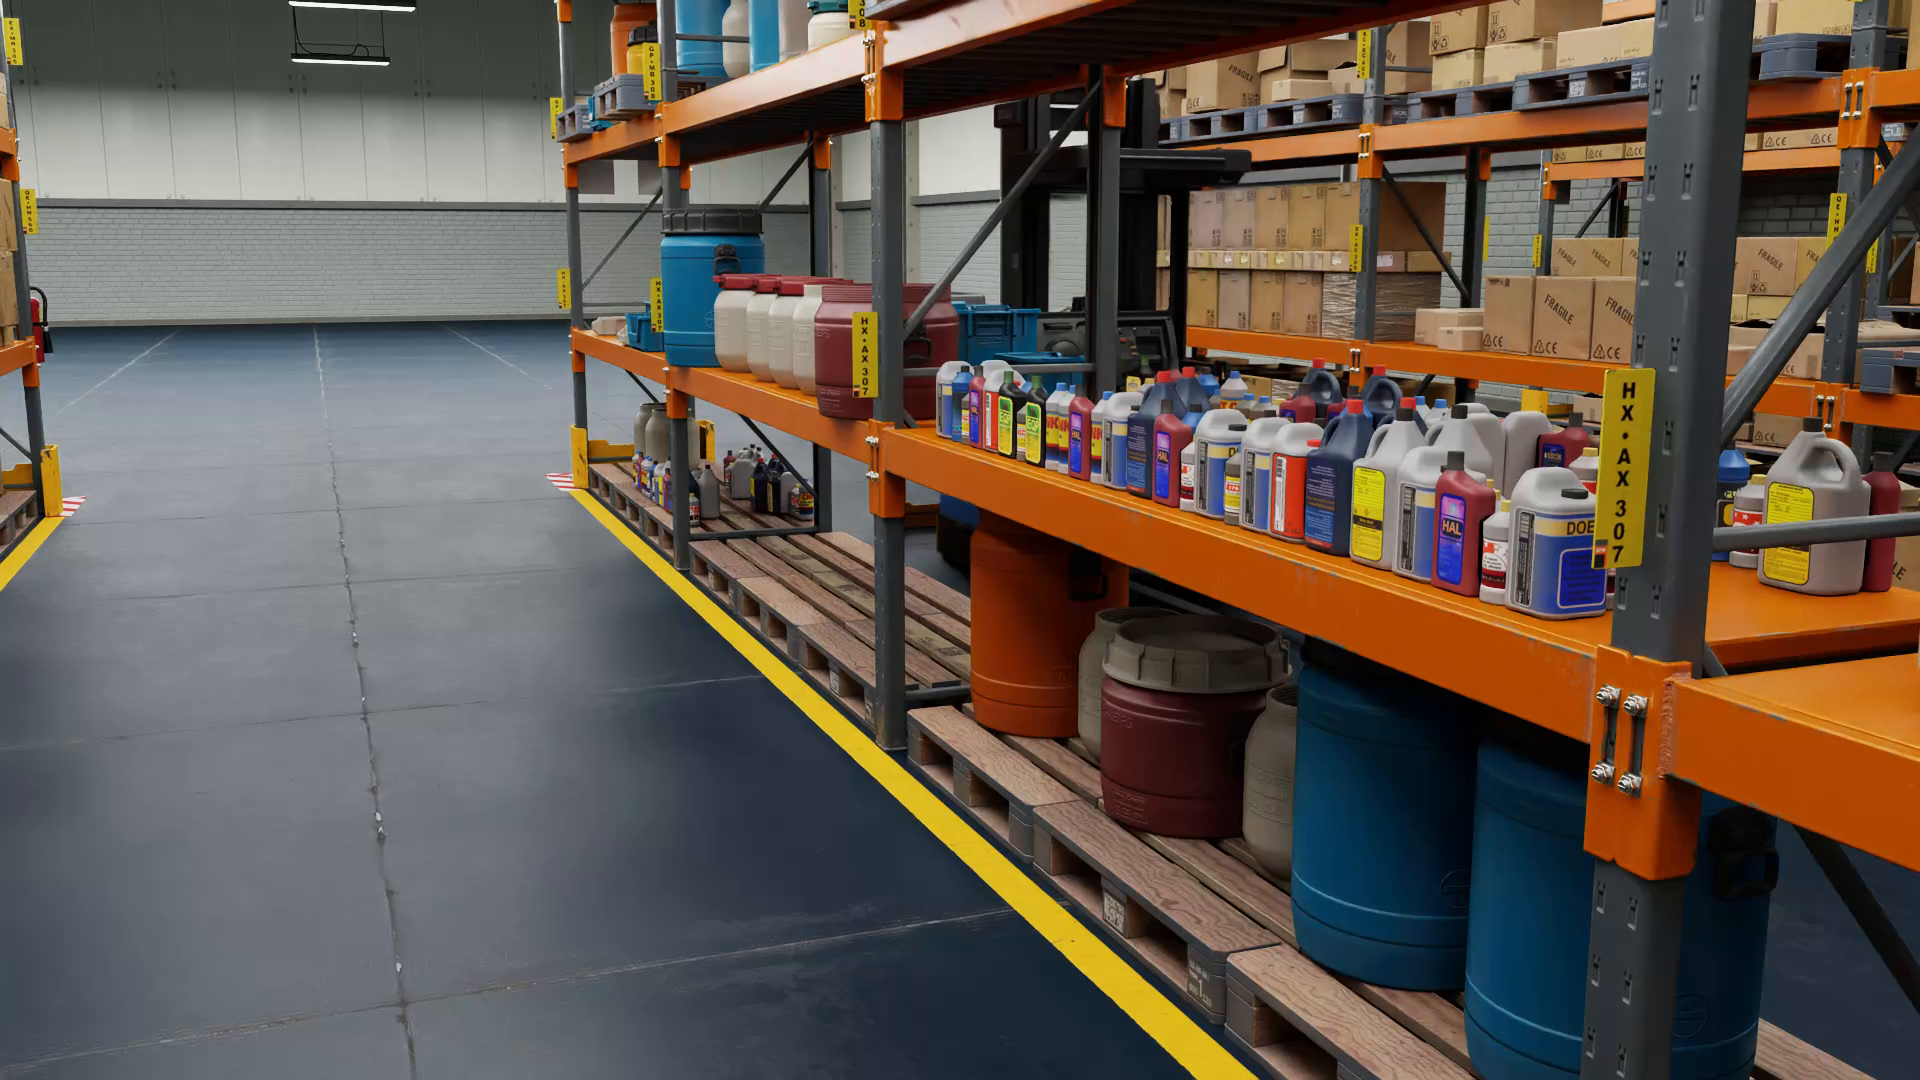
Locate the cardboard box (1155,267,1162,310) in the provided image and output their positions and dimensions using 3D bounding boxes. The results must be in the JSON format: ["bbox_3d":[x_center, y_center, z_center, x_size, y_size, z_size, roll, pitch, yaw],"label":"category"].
[{"bbox_3d":[2.023,-2.258,15.265,0.700,0.500,0.500,-4,11,-21],"label":"cardboard box"}]

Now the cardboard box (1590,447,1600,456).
[{"bbox_3d":[3.791,-0.428,10.313,0.500,0.311,0.500,-4,11,-19],"label":"cardboard box"}]

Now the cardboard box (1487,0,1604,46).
[{"bbox_3d":[3.730,-3.417,10.590,0.500,0.500,0.500,-3,10,-15],"label":"cardboard box"}]

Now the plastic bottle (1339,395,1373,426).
[{"bbox_3d":[1.142,-0.282,4.810,0.097,0.271,0.097,0,10,0],"label":"plastic bottle"}]

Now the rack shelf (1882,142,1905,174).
[{"bbox_3d":[8.655,-2.744,11.772,1.077,0.370,4.000,-4,11,-21],"label":"rack shelf"}]

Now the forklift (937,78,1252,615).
[{"bbox_3d":[0.906,-1.114,9.312,1.130,2.935,3.031,-4,11,-23],"label":"forklift"}]

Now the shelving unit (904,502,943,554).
[{"bbox_3d":[-0.028,-0.751,11.359,0.587,1.500,1.083,-4,11,-21],"label":"shelving unit"}]

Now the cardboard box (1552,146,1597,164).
[{"bbox_3d":[6.369,-4.067,16.809,0.500,0.500,0.500,-4,11,-19],"label":"cardboard box"}]

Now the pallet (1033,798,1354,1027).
[{"bbox_3d":[0.909,1.031,5.020,1.003,0.211,1.213,-4,11,-21],"label":"pallet"}]

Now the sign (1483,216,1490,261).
[{"bbox_3d":[3.817,-2.200,12.145,0.100,0.325,0.005,-4,11,-21],"label":"sign"}]

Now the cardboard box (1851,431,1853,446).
[{"bbox_3d":[7.709,-0.855,14.497,0.380,0.166,0.250,-6,11,-28],"label":"cardboard box"}]

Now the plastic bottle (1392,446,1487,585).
[{"bbox_3d":[1.019,-0.056,3.524,0.152,0.276,0.135,-4,11,-21],"label":"plastic bottle"}]

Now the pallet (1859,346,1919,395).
[{"bbox_3d":[5.075,-0.780,7.786,1.213,0.211,1.003,-4,11,-21],"label":"pallet"}]

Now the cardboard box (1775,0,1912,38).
[{"bbox_3d":[4.547,-2.660,8.476,0.500,0.250,0.500,-5,11,-25],"label":"cardboard box"}]

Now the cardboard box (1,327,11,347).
[{"bbox_3d":[-6.845,-1.423,11.570,0.380,0.149,0.250,-4,11,-21],"label":"cardboard box"}]

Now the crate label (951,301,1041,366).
[{"bbox_3d":[0.038,-0.863,7.607,0.502,0.435,0.616,-4,11,-21],"label":"crate label"}]

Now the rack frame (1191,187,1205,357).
[{"bbox_3d":[1.865,-2.286,15.707,1.000,3.000,0.127,-4,11,-21],"label":"rack frame"}]

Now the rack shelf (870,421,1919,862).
[{"bbox_3d":[0.871,0.014,4.830,1.077,0.370,4.000,-4,11,-21],"label":"rack shelf"}]

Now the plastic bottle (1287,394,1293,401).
[{"bbox_3d":[1.105,-0.384,5.345,0.061,0.283,0.133,-4,11,-21],"label":"plastic bottle"}]

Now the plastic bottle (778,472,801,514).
[{"bbox_3d":[-1.153,-0.326,11.208,0.152,0.276,0.135,-3,11,-19],"label":"plastic bottle"}]

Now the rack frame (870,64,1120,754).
[{"bbox_3d":[0.146,-0.667,6.602,1.000,3.000,0.127,-4,11,-21],"label":"rack frame"}]

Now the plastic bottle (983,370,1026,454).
[{"bbox_3d":[0.170,-0.439,5.676,0.152,0.276,0.135,-4,11,-21],"label":"plastic bottle"}]

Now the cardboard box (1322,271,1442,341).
[{"bbox_3d":[3.148,-1.754,12.433,0.700,0.500,0.500,-4,11,-22],"label":"cardboard box"}]

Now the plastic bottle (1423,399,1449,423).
[{"bbox_3d":[1.347,-0.260,4.682,0.097,0.271,0.097,0,10,0],"label":"plastic bottle"}]

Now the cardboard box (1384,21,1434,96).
[{"bbox_3d":[3.378,-3.534,12.272,0.500,0.500,0.500,-3,11,-16],"label":"cardboard box"}]

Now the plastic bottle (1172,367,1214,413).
[{"bbox_3d":[0.652,-0.330,4.851,0.144,0.351,0.185,-4,11,-21],"label":"plastic bottle"}]

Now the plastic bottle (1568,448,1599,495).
[{"bbox_3d":[1.564,-0.128,4.140,0.097,0.201,0.097,0,10,0],"label":"plastic bottle"}]

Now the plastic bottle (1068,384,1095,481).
[{"bbox_3d":[0.378,-0.326,5.023,0.061,0.283,0.133,-4,11,-21],"label":"plastic bottle"}]

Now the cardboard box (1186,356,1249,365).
[{"bbox_3d":[2.337,-1.440,15.459,0.500,0.500,0.500,-4,11,-21],"label":"cardboard box"}]

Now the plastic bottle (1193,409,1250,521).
[{"bbox_3d":[0.704,-0.198,4.323,0.152,0.276,0.135,-4,11,-21],"label":"plastic bottle"}]

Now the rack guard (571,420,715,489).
[{"bbox_3d":[-2.681,-0.732,14.109,1.175,0.500,0.348,-4,11,-21],"label":"rack guard"}]

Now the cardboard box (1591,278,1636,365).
[{"bbox_3d":[4.141,-1.302,9.891,0.500,0.500,0.500,-5,11,-24],"label":"cardboard box"}]

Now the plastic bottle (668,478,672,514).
[{"bbox_3d":[-1.875,-0.350,11.130,0.144,0.351,0.185,-4,11,-24],"label":"plastic bottle"}]

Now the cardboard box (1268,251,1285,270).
[{"bbox_3d":[2.650,-2.199,13.078,0.380,0.149,0.250,-4,11,-21],"label":"cardboard box"}]

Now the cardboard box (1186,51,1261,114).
[{"bbox_3d":[2.212,-3.799,13.765,0.500,0.500,0.500,-4,11,-21],"label":"cardboard box"}]

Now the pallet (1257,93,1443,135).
[{"bbox_3d":[2.982,-3.204,12.555,1.003,0.211,1.213,-4,11,-21],"label":"pallet"}]

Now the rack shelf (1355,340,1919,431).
[{"bbox_3d":[4.040,-0.953,10.264,1.077,0.370,4.000,-4,11,-21],"label":"rack shelf"}]

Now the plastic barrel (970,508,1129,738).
[{"bbox_3d":[0.339,0.274,6.313,0.600,0.830,0.708,-4,11,-21],"label":"plastic barrel"}]

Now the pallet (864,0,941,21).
[{"bbox_3d":[0.332,-1.919,5.619,1.003,0.211,1.213,-4,11,-21],"label":"pallet"}]

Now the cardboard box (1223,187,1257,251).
[{"bbox_3d":[2.603,-2.639,13.701,0.700,0.500,0.500,-4,11,-21],"label":"cardboard box"}]

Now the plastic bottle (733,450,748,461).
[{"bbox_3d":[-1.613,-0.533,12.373,0.152,0.276,0.135,-4,11,-20],"label":"plastic bottle"}]

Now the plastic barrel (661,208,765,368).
[{"bbox_3d":[-1.446,-1.484,9.766,0.600,0.901,0.708,-4,11,-21],"label":"plastic barrel"}]

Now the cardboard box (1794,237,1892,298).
[{"bbox_3d":[7.471,-2.311,14.076,0.500,0.500,0.500,-4,11,-21],"label":"cardboard box"}]

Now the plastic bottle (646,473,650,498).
[{"bbox_3d":[-2.190,-0.407,11.878,0.097,0.201,0.097,0,10,0],"label":"plastic bottle"}]

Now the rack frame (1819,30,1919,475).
[{"bbox_3d":[4.764,-0.980,8.366,1.000,3.000,0.127,-4,11,-21],"label":"rack frame"}]

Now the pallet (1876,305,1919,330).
[{"bbox_3d":[8.072,-1.720,13.071,1.003,0.211,1.213,-4,11,-21],"label":"pallet"}]

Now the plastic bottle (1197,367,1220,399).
[{"bbox_3d":[0.870,-0.475,5.892,0.097,0.271,0.097,0,10,0],"label":"plastic bottle"}]

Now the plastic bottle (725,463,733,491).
[{"bbox_3d":[-1.672,-0.463,12.191,0.097,0.201,0.097,0,10,0],"label":"plastic bottle"}]

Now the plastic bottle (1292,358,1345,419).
[{"bbox_3d":[1.124,-0.388,5.178,0.144,0.351,0.185,-4,11,-21],"label":"plastic bottle"}]

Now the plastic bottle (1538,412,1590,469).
[{"bbox_3d":[1.539,-0.188,4.246,0.061,0.283,0.133,-4,11,-21],"label":"plastic bottle"}]

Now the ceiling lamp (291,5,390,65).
[{"bbox_3d":[-13.395,-11.855,35.702,2.000,3.185,0.800,-4,11,-21],"label":"ceiling lamp"}]

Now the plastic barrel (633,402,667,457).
[{"bbox_3d":[-2.443,-0.852,13.548,0.421,0.512,0.421,0,10,0],"label":"plastic barrel"}]

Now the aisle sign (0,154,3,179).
[{"bbox_3d":[-7.112,-2.967,12.112,0.394,0.787,0.004,-4,11,-21],"label":"aisle sign"}]

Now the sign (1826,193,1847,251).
[{"bbox_3d":[4.248,-1.515,8.064,0.100,0.325,0.005,-4,11,-21],"label":"sign"}]

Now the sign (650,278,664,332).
[{"bbox_3d":[-1.820,-1.423,10.062,0.100,0.325,0.005,-4,11,-21],"label":"sign"}]
